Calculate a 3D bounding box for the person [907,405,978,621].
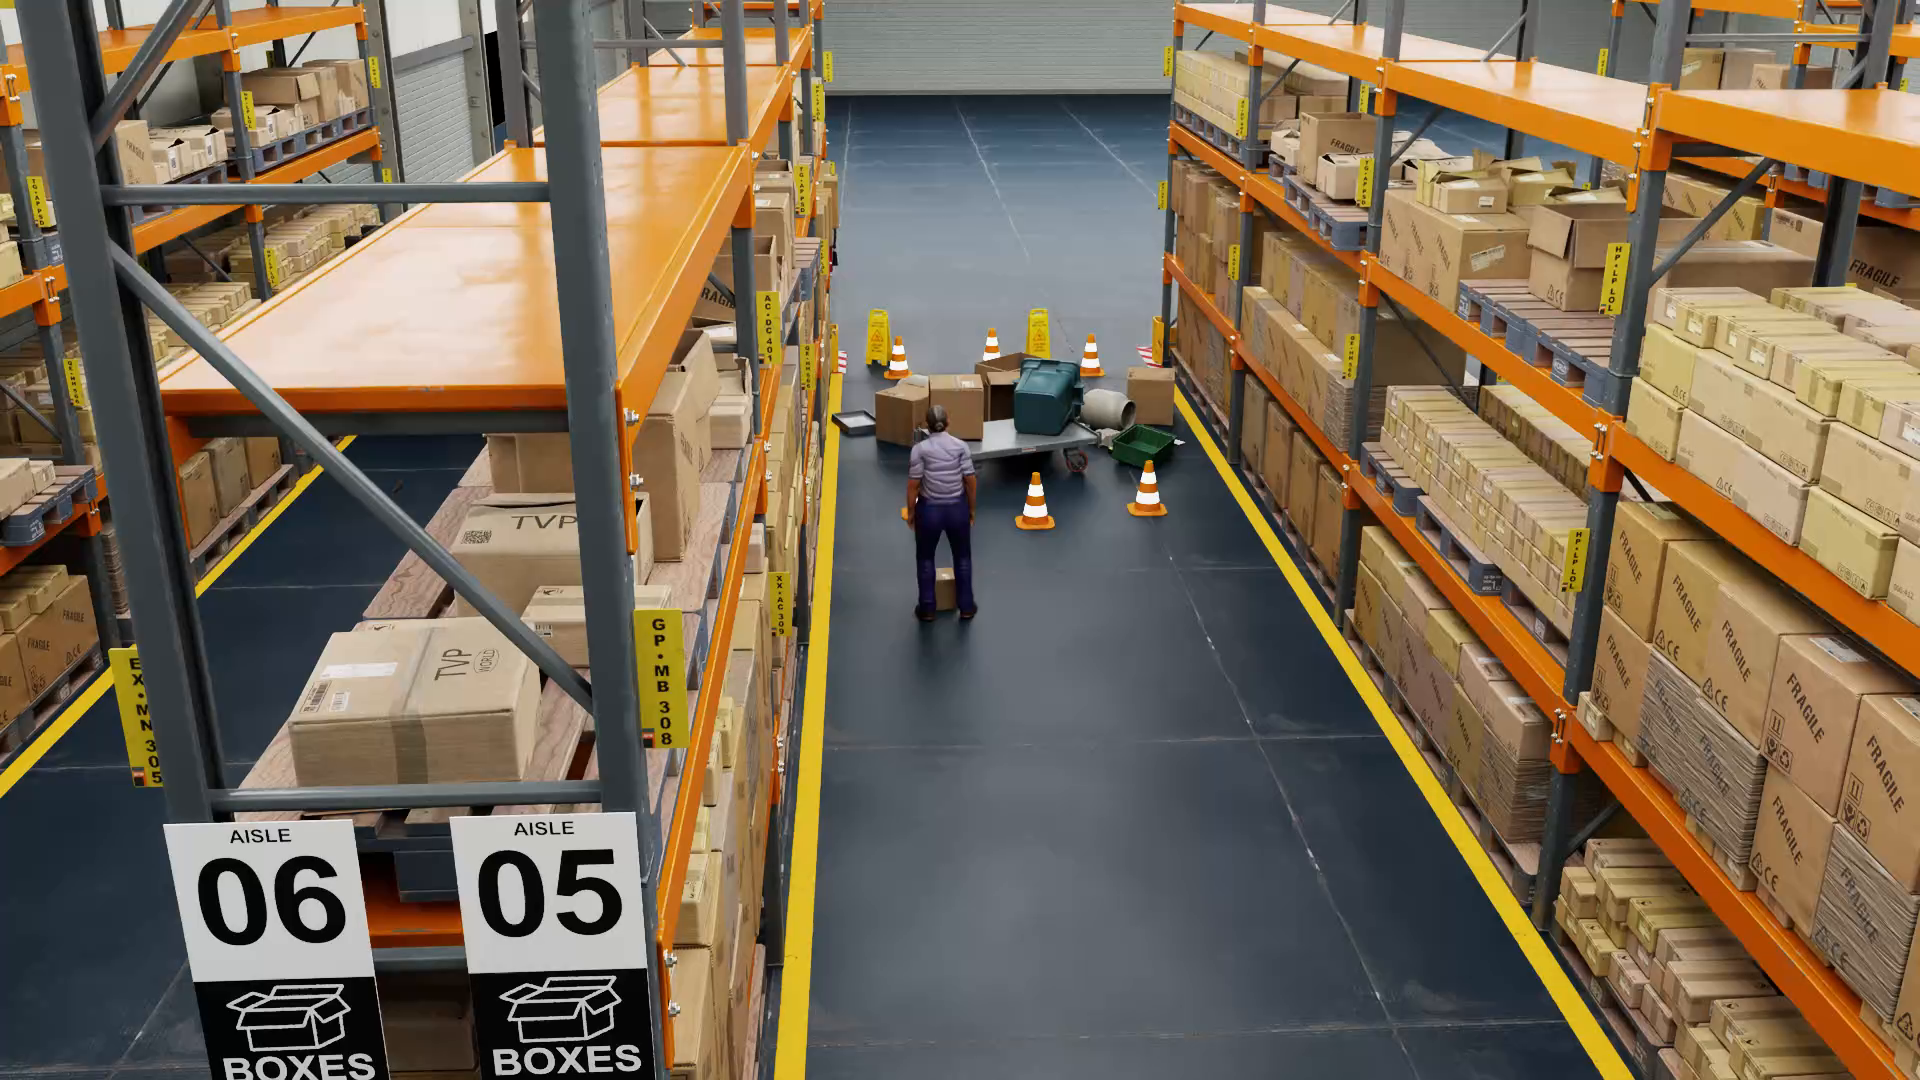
[{"bbox_3d":[-0.125,-0.193,12.425,0.557,1.650,0.372,-3,21,-8],"label":"person"}]
